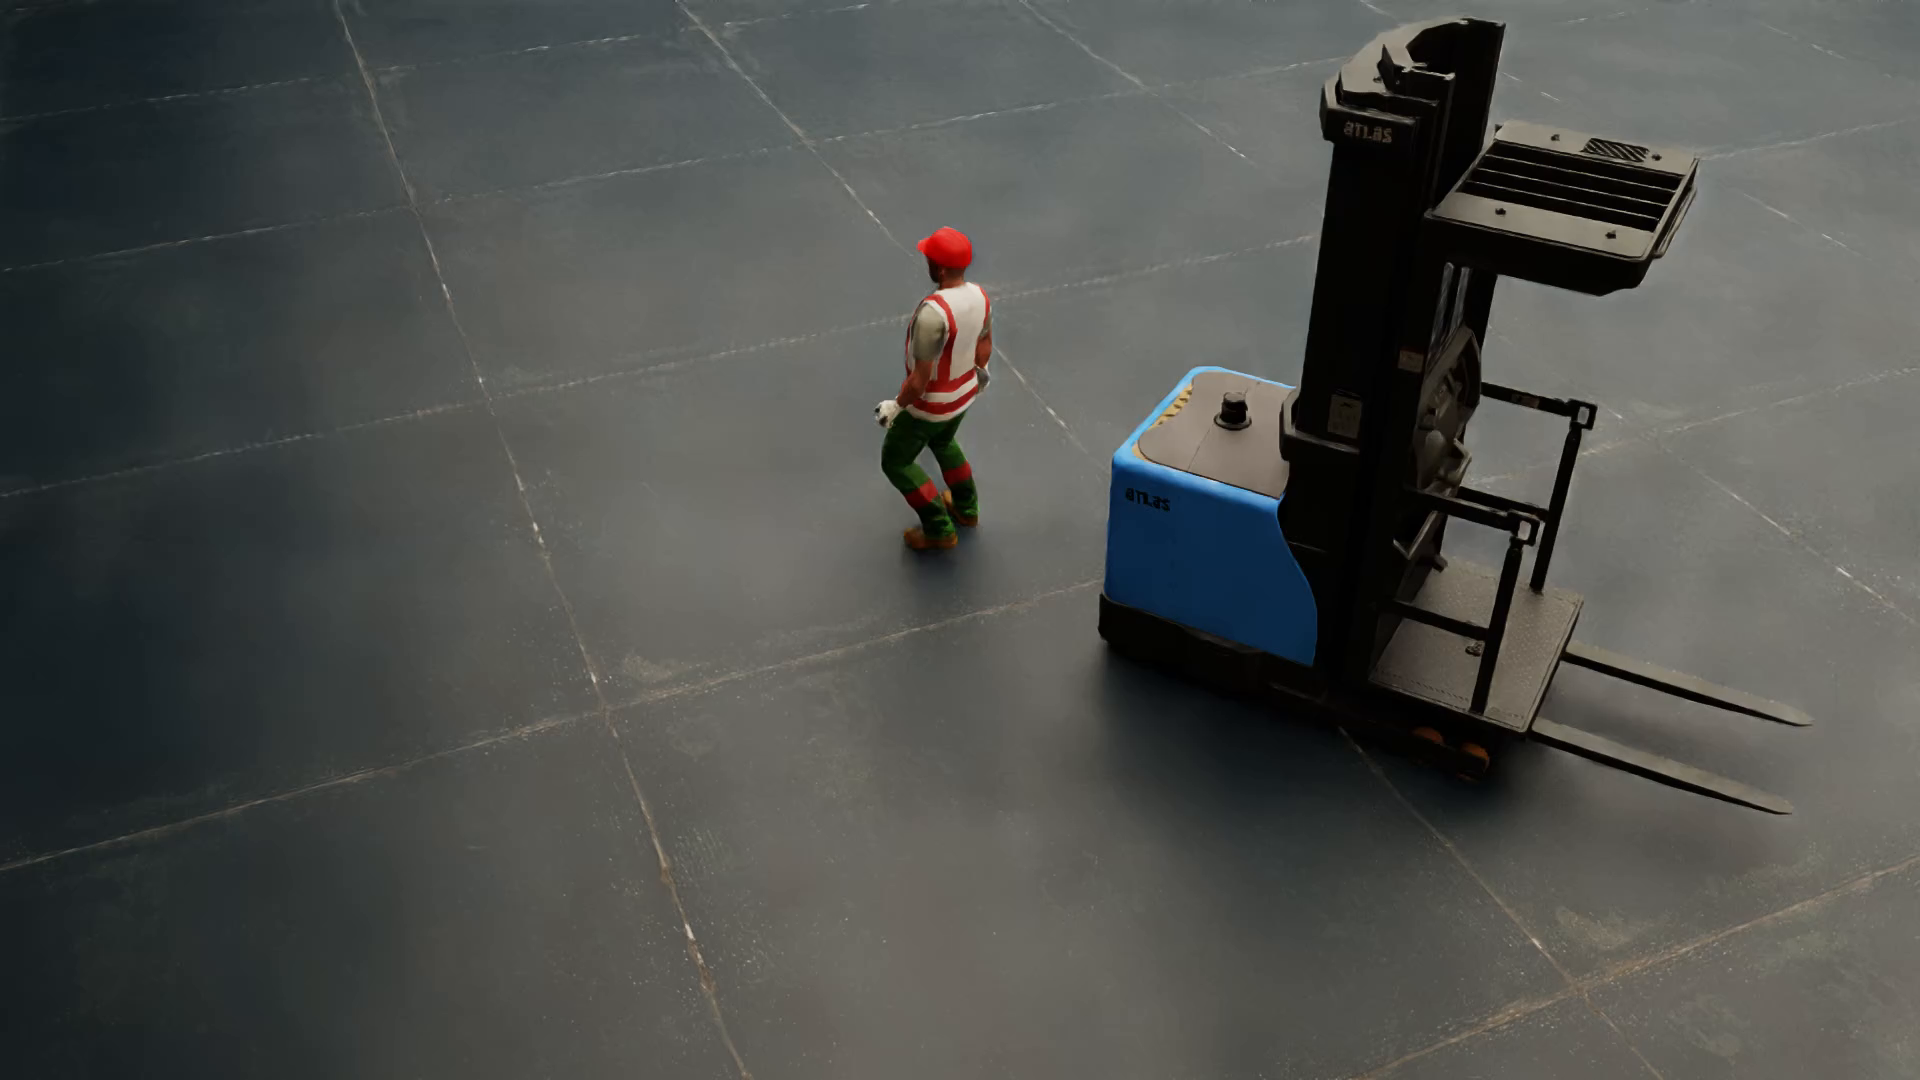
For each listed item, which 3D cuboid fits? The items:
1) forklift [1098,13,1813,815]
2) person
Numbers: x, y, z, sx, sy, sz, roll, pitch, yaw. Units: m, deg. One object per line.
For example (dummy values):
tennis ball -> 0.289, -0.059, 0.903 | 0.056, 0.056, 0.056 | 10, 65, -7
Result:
forklift -> 2.194, -0.512, 6.818 | 3.031, 2.935, 1.130 | 18, 39, 24
person -> -0.099, -0.740, 8.191 | 0.429, 1.727, 0.783 | 23, 41, 29
